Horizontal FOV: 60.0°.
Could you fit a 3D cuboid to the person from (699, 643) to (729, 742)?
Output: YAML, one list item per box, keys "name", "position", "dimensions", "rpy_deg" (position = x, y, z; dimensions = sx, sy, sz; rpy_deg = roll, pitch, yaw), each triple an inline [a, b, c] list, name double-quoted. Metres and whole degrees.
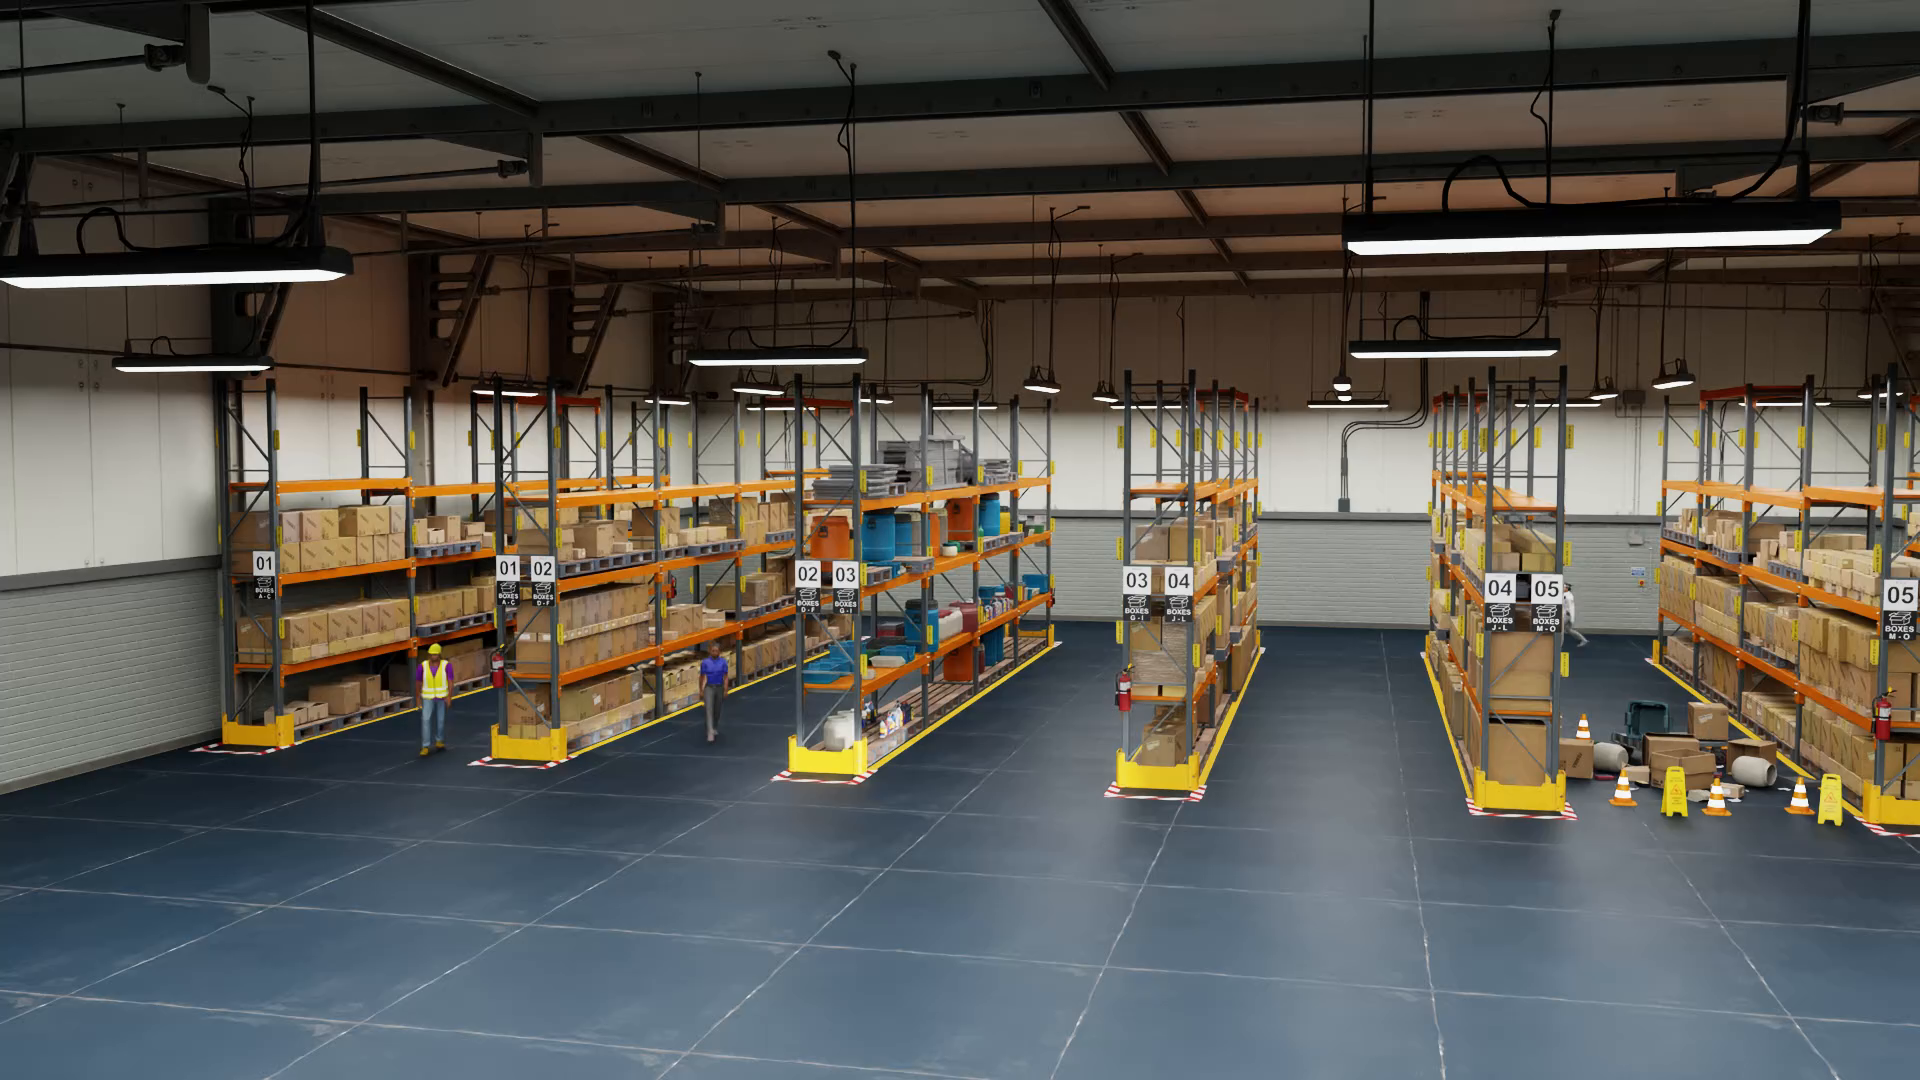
- name: "person"
  position: [-4.096, 2.513, 27.692]
  dimensions: [0.487, 1.602, 0.988]
  rpy_deg: [-2, 4, -24]

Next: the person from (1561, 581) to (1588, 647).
- name: "person"
  position: [14.481, 1.795, 39.577]
  dimensions: [0.933, 1.638, 0.483]
  rpy_deg: [0, 3, 6]

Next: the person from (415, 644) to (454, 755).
- name: "person"
  position: [-8.399, 2.518, 26.599]
  dimensions: [0.590, 1.716, 0.958]
  rpy_deg: [-1, 4, -21]
